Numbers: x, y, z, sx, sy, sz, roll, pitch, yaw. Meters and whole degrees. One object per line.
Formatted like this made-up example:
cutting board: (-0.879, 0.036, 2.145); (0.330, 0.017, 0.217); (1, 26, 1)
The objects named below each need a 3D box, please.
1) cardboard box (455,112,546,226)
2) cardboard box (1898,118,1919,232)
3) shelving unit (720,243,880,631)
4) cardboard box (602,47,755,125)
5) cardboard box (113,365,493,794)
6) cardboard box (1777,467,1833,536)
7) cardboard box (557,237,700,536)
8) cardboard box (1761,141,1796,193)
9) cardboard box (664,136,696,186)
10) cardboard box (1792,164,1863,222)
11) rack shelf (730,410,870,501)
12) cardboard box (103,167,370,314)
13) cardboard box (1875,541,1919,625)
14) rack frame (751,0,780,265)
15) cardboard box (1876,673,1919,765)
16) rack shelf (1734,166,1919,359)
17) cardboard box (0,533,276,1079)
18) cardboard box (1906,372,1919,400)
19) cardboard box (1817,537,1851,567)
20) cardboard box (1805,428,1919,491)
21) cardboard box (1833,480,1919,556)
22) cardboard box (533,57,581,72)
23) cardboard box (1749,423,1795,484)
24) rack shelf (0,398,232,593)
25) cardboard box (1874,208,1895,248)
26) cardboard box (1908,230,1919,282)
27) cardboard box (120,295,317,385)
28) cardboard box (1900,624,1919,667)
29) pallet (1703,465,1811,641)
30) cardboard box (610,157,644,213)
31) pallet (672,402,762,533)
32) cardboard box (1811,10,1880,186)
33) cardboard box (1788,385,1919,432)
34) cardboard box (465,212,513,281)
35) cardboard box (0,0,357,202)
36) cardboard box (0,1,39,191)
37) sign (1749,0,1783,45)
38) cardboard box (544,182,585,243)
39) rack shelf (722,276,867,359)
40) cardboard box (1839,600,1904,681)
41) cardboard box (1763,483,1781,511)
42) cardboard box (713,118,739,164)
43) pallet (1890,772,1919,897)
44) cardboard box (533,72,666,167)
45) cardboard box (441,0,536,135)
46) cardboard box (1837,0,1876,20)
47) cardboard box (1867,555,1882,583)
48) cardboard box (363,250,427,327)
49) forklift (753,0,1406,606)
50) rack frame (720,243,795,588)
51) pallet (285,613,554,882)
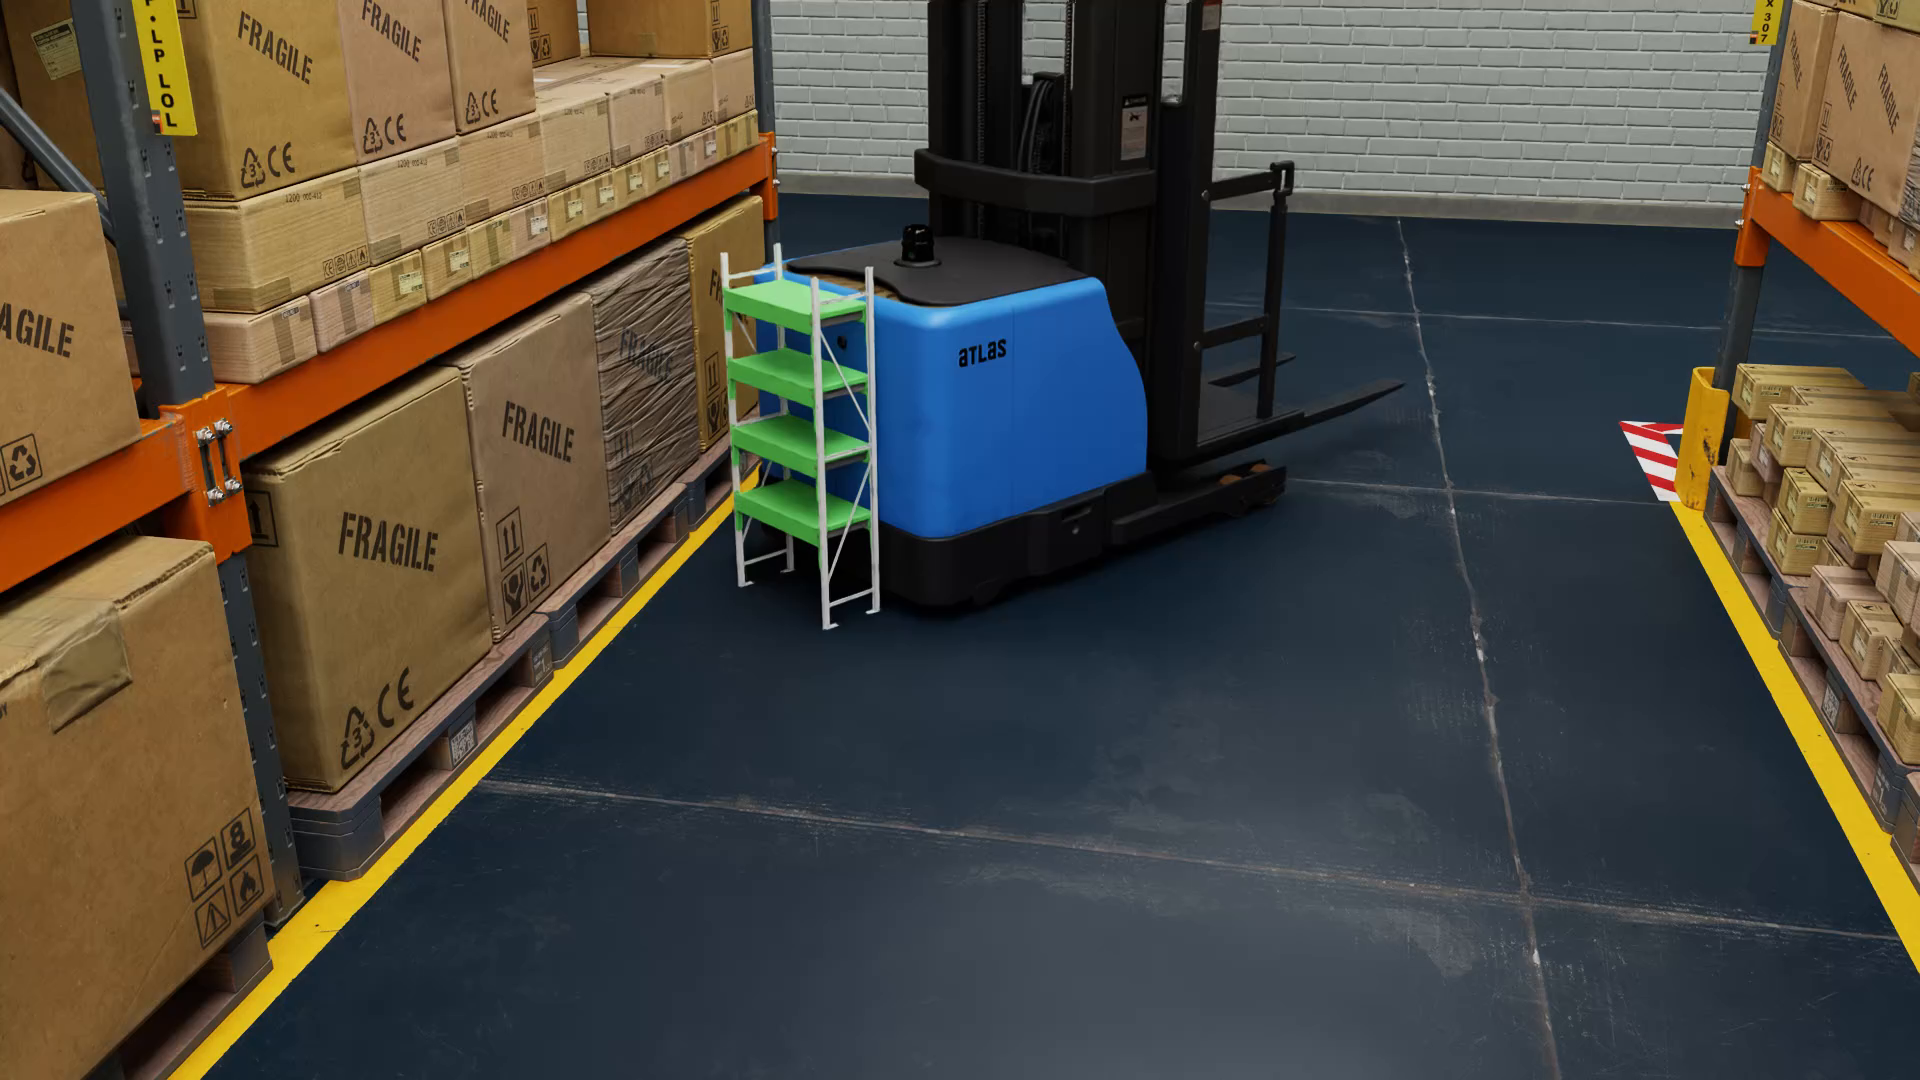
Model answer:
cardboard box: (-1.564, -1.100, 4.873); (0.500, 0.250, 0.500); (5, 22, 12)
cardboard box: (2.872, -1.035, 4.376); (0.500, 0.500, 0.500); (4, 22, 10)
shelving unit: (-0.535, -0.351, 5.619); (0.258, 1.200, 0.503); (-19, 29, -39)
cardboard box: (-1.146, -1.842, 6.716); (0.500, 0.250, 0.500); (4, 22, 10)
cardboard box: (-1.910, 0.047, 4.504); (0.875, 0.875, 0.875); (4, 22, 11)
cardboard box: (2.937, -0.117, 5.485); (0.380, 0.149, 0.250); (5, 23, 13)
cardboard box: (-1.544, -0.608, 6.129); (0.875, 0.875, 0.875); (4, 22, 11)
cardboard box: (3.141, -1.346, 6.018); (0.380, 0.149, 0.250); (4, 22, 10)
cardboard box: (-1.213, -1.421, 6.203); (0.380, 0.149, 0.250); (5, 22, 12)
cardboard box: (3.023, -1.156, 5.545); (0.380, 0.149, 0.250); (4, 22, 9)
rack shelf: (-0.534, -0.292, 5.642); (0.258, 0.148, 0.480); (-19, 29, -39)
cardboard box: (-1.770, -0.729, 3.951); (0.500, 0.250, 0.500); (4, 22, 10)
cardboard box: (2.724, 0.126, 4.484); (0.380, 0.149, 0.250); (4, 22, 9)
rack frame: (-1.307, -1.972, 7.234); (1.000, 3.000, 0.127); (4, 22, 11)
cardboard box: (2.670, 0.486, 4.385); (0.380, 0.149, 0.250); (4, 22, 11)
rack shelf: (3.120, -0.491, 4.521); (1.077, 0.370, 4.000); (4, 22, 11)
cardboard box: (-2.234, 0.518, 3.335); (1.225, 0.875, 0.875); (5, 22, 11)
cardboard box: (3.669, -0.492, 6.017); (0.380, 0.149, 0.250); (5, 22, 12)
cardboard box: (2.973, 0.117, 5.301); (0.380, 0.149, 0.250); (5, 22, 11)
cardboard box: (3.004, -0.250, 5.416); (0.380, 0.149, 0.250); (3, 22, 8)
cardboard box: (2.840, -0.056, 4.936); (0.380, 0.149, 0.250); (5, 22, 12)
cardboard box: (-1.768, -1.694, 6.348); (0.500, 0.250, 0.500); (4, 22, 10)
cardboard box: (3.059, -0.299, 5.936); (0.380, 0.149, 0.250); (4, 22, 11)
rack shelf: (-2.531, 0.557, 1.920); (1.077, 0.370, 4.000); (4, 22, 11)
cardboard box: (3.025, -0.953, 5.042); (0.380, 0.149, 0.250); (4, 22, 10)
cardboard box: (2.873, -0.772, 4.592); (0.380, 0.149, 0.250); (5, 23, 13)
cardboard box: (-1.737, -0.475, 3.854); (0.380, 0.149, 0.250); (5, 22, 11)
cardboard box: (2.800, 0.282, 4.494); (0.380, 0.149, 0.250); (3, 22, 8)
pallet: (3.313, 0.059, 5.924); (1.003, 0.211, 1.213); (4, 22, 11)
cardboard box: (-1.316, -1.231, 5.732); (0.380, 0.149, 0.250); (5, 22, 11)
pallet: (-1.393, -0.380, 7.014); (1.003, 0.211, 1.213); (4, 22, 11)
cardboard box: (3.082, -1.400, 5.283); (0.500, 0.500, 0.500); (5, 22, 11)
cardboard box: (3.150, -0.429, 5.861); (0.380, 0.149, 0.250); (5, 22, 12)
cardboard box: (-1.526, -0.857, 4.803); (0.380, 0.149, 0.250); (4, 22, 10)
cardboard box: (-1.775, -1.081, 3.820); (0.500, 0.500, 0.500); (4, 22, 11)
cardboard box: (-2.291, -1.113, 3.902); (0.500, 0.500, 0.500); (5, 22, 12)
sign: (2.997, -1.999, 6.144); (0.100, 0.325, 0.005); (4, 22, 11)
cardboard box: (-1.420, -1.045, 5.270); (0.380, 0.149, 0.250); (4, 22, 9)
rack shelf: (-0.535, -0.737, 5.463); (0.258, 0.148, 0.480); (-19, 29, -39)
cardboard box: (2.806, 0.305, 4.835); (0.380, 0.149, 0.250); (4, 22, 11)
cardboard box: (3.135, -0.160, 5.989); (0.380, 0.149, 0.250); (4, 22, 11)
cardboard box: (-1.108, -1.604, 6.659); (0.380, 0.149, 0.250); (5, 22, 11)
pallet: (2.815, 0.952, 3.708); (1.003, 0.211, 1.213); (4, 22, 11)
cardboard box: (-1.353, -1.471, 5.793); (0.500, 0.250, 0.500); (4, 22, 9)
cardboard box: (-1.565, -1.451, 4.739); (0.500, 0.500, 0.500); (4, 22, 9)
cardboard box: (3.080, -1.876, 5.125); (0.500, 0.500, 0.500); (5, 22, 12)
cardboard box: (2.961, 0.090, 4.972); (0.380, 0.149, 0.250); (6, 23, 14)
cardboard box: (-1.630, -0.667, 4.332); (0.380, 0.149, 0.250); (5, 23, 13)
forklift: (0.678, -1.579, 6.351); (3.031, 2.935, 1.130); (-19, 29, -39)
rack frame: (-0.699, -0.418, 5.786); (0.240, 1.200, 0.015); (-19, 29, -39)
pallet: (-1.891, 0.513, 4.798); (1.003, 0.211, 1.213); (4, 22, 11)
